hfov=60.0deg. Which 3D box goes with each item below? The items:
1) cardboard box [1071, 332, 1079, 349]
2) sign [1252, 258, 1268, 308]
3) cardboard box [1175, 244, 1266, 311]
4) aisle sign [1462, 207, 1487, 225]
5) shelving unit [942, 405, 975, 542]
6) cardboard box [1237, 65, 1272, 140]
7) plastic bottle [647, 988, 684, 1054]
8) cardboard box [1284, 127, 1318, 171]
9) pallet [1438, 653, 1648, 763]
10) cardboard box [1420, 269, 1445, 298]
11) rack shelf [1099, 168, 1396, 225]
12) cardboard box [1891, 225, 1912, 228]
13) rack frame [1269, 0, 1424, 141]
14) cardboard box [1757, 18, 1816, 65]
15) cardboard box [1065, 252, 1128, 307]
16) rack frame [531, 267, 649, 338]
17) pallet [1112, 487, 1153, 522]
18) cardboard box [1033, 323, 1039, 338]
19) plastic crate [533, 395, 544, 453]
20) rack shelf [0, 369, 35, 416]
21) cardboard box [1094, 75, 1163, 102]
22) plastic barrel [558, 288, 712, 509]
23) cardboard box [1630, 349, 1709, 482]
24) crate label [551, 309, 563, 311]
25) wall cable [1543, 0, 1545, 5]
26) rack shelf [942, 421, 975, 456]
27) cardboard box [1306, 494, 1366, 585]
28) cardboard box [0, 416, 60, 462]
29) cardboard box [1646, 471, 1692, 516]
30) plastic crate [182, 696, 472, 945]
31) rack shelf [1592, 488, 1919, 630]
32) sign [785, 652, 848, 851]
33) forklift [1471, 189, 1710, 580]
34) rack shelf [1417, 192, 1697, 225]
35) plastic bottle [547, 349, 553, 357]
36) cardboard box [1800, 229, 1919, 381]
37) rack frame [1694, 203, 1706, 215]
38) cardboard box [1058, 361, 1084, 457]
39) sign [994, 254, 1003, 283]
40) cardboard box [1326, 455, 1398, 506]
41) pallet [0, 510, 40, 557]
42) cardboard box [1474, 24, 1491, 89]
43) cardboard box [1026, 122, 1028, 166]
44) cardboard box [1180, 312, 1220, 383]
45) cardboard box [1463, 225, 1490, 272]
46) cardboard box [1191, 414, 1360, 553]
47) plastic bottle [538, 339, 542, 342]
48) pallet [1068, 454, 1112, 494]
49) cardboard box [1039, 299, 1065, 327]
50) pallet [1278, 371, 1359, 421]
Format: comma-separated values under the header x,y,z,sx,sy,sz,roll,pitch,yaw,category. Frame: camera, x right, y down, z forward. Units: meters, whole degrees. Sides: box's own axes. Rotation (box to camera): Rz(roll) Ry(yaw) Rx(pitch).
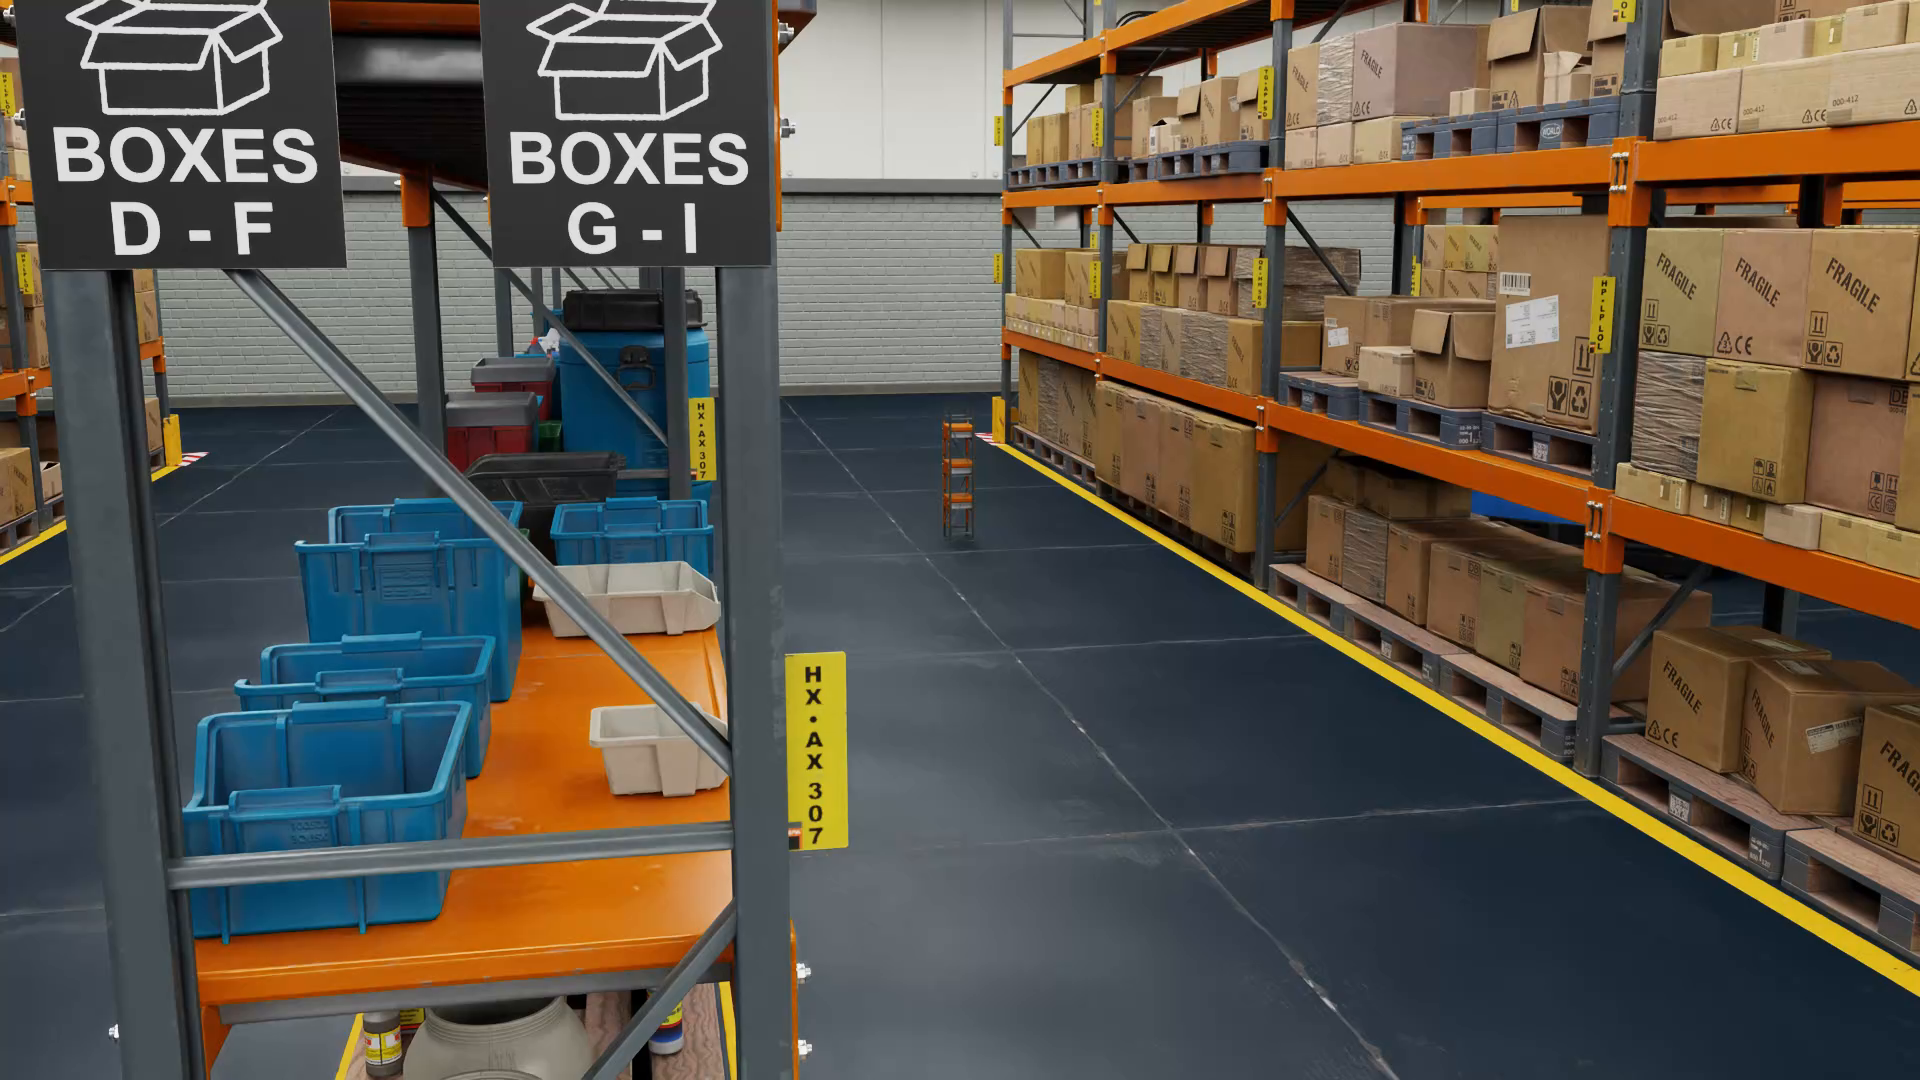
x,y,z,sx,sy,sz,roll,pitch,yaw,category
1.273,-1.902,15.839,0.380,0.149,0.250,-2,11,-12,cardboard box
1.988,-1.702,11.017,0.100,0.325,0.005,-2,11,-11,sign
2.144,-2.072,13.113,0.797,0.503,0.637,-2,11,-9,cardboard box
6.141,-4.084,19.678,0.394,0.787,0.004,-2,11,-11,aisle sign
-0.010,-0.526,13.150,0.215,1.050,0.252,-2,11,-11,shelving unit
2.342,-2.993,11.479,0.797,0.503,0.637,-1,11,-8,cardboard box
-0.818,1.274,4.600,0.097,0.271,0.097,0,11,0,plastic bottle
2.373,-2.458,10.467,0.500,0.250,0.500,-2,11,-10,cardboard box
3.157,0.807,8.391,1.003,0.211,1.213,-2,11,-11,pallet
5.677,-2.885,19.271,0.500,0.500,0.500,-2,11,-8,cardboard box
2.143,-2.640,12.949,1.077,0.370,4.000,-2,11,-11,rack shelf
10.754,-3.479,18.776,0.380,0.149,0.250,-2,11,-12,cardboard box
2.532,-4.101,10.674,1.000,3.000,0.127,-2,11,-11,rack frame
3.221,-1.848,6.194,0.380,0.149,0.250,-2,11,-11,cardboard box
1.308,-2.495,15.881,0.500,0.500,0.500,-2,11,-10,cardboard box
-3.105,-1.707,14.143,1.000,3.000,0.127,-2,11,-11,rack frame
1.978,-0.379,14.621,1.003,0.211,1.213,-2,11,-11,pallet
0.973,-2.185,17.323,0.380,0.149,0.250,-2,11,-12,cardboard box
-2.069,-0.423,7.439,0.392,0.384,0.575,-2,11,-11,plastic crate
-7.575,-0.807,11.340,1.077,0.370,4.000,-2,11,-11,rack shelf
1.577,-4.206,15.588,0.500,0.250,0.500,-3,11,-15,cardboard box
-1.327,-0.568,6.817,0.600,0.901,0.708,-2,11,-11,plastic barrel
3.336,-0.530,6.898,0.875,0.500,0.500,-2,11,-11,cardboard box
-4.158,-2.331,17.706,0.416,0.233,0.303,-2,11,-11,crate label
10.052,-6.988,25.844,2.355,3.000,0.029,-2,11,-11,wall cable
-0.010,-0.794,13.099,0.215,0.259,0.240,-2,11,-11,rack shelf
2.681,-0.020,10.785,0.700,0.500,0.500,-3,11,-14,cardboard box
-8.335,-0.862,15.202,0.797,0.503,0.637,-2,11,-11,cardboard box
3.092,-0.200,6.896,0.380,0.149,0.250,-2,11,-11,cardboard box
-1.162,0.486,3.018,0.499,0.251,0.616,-2,11,-11,plastic crate
3.698,0.300,5.520,1.077,0.370,4.000,-2,11,-11,rack shelf
-0.230,0.339,2.654,0.100,0.325,0.005,-2,11,-11,sign
5.243,-1.259,11.972,3.031,2.935,1.130,8,13,36,forklift
6.249,-3.536,17.653,1.077,0.370,4.000,-2,11,-11,rack shelf
-2.941,-1.224,11.915,0.061,0.283,0.133,-2,11,-11,plastic bottle
3.343,-0.831,5.804,0.500,0.500,0.500,-2,11,-11,cardboard box
6.638,-2.049,15.939,1.000,3.000,0.127,-2,11,-11,rack frame
1.529,-1.339,16.767,0.875,0.875,0.875,-2,11,-11,cardboard box
0.430,-3.066,18.755,0.100,0.325,0.005,-2,11,-11,sign
2.691,-0.388,10.717,0.500,0.250,0.500,-2,11,-9,cardboard box
-7.769,-0.010,12.684,1.003,0.211,1.213,-2,11,-11,pallet
3.061,-2.658,9.514,0.500,0.500,0.500,-2,11,-10,cardboard box
1.129,-4.305,18.114,0.700,0.500,0.500,-3,11,-14,cardboard box
1.997,-1.471,12.635,0.500,0.500,0.500,-2,11,-13,cardboard box
5.871,-3.189,18.189,0.500,0.500,0.500,-2,11,-12,cardboard box
2.418,-0.443,12.063,1.225,0.875,0.875,-3,11,-14,cardboard box
-3.322,-1.456,13.166,0.097,0.271,0.097,0,11,0,plastic bottle
1.682,-0.660,16.097,1.003,0.211,1.213,-2,11,-11,pallet
1.113,-2.312,16.929,0.500,0.250,0.500,-2,11,-12,cardboard box
2.775,-0.932,10.586,1.213,0.211,1.003,-2,11,-11,pallet
